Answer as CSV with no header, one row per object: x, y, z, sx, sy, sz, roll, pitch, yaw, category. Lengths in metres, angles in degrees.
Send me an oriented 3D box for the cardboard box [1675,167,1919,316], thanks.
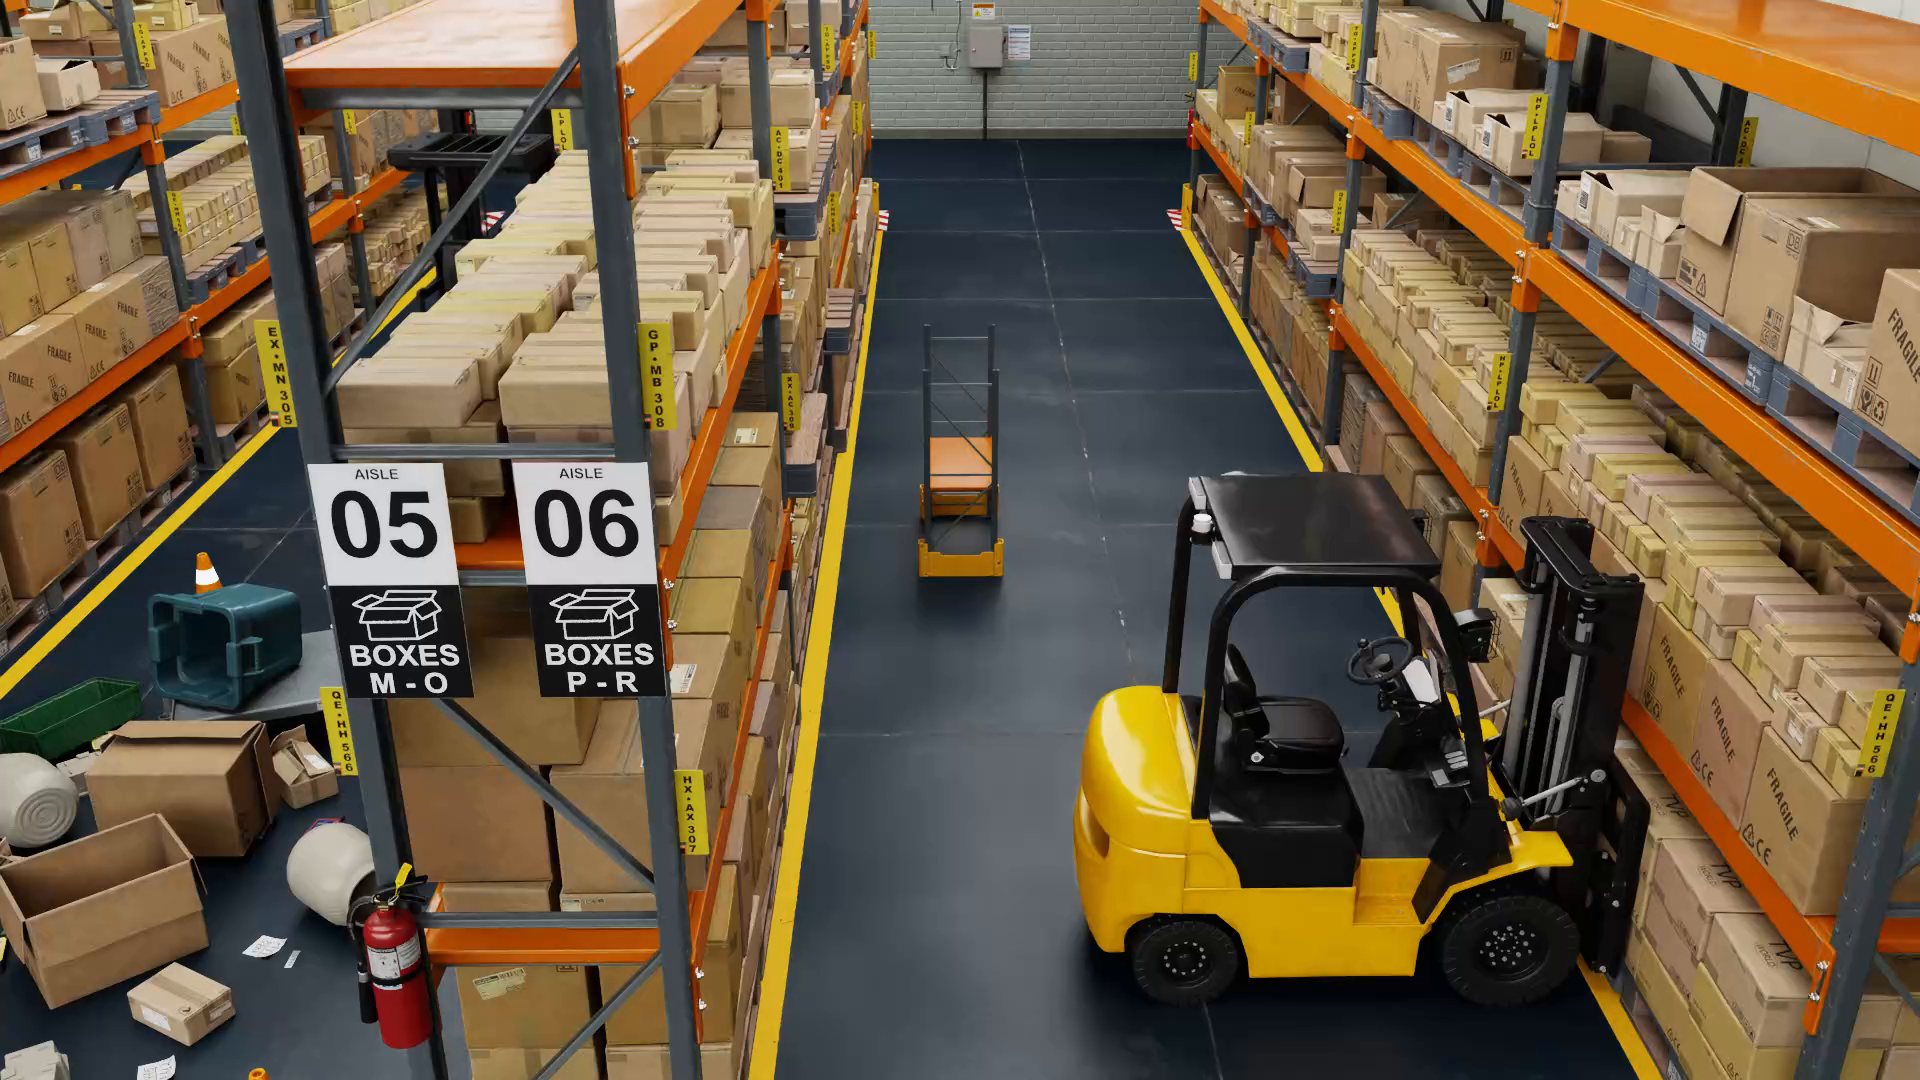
3.409,-1.227,6.809,0.797,0.503,0.637,1,24,1,cardboard box

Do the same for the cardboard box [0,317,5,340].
-6.443,-1.417,10.292,0.700,0.500,0.500,0,24,0,cardboard box

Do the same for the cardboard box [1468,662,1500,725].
3.167,0.883,9.368,0.500,0.250,0.500,0,24,0,cardboard box

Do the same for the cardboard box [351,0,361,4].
-6.272,-5.519,16.631,0.500,0.250,0.500,0,24,-1,cardboard box

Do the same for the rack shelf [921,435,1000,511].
0.001,-0.484,11.821,0.538,0.185,1.000,0,24,-1,rack shelf

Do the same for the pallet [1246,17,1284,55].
3.343,-4.688,15.446,1.213,0.211,1.003,0,24,-1,pallet

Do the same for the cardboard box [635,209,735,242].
-1.167,-1.307,7.080,0.380,0.149,0.250,0,24,0,cardboard box

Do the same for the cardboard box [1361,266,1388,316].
3.214,-1.797,12.041,0.500,0.250,0.500,0,24,1,cardboard box

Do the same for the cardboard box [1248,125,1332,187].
3.187,-3.712,16.070,0.700,0.500,0.500,0,24,1,cardboard box

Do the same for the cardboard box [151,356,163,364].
-6.732,-1.614,13.677,0.500,0.250,0.500,-1,24,-2,cardboard box

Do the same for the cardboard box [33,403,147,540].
-6.533,-0.494,11.807,1.050,0.750,0.750,0,24,0,cardboard box

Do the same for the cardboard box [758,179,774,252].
-1.196,-1.608,8.229,0.500,0.250,0.500,0,24,-1,cardboard box

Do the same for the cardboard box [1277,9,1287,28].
3.025,-4.619,14.740,0.380,0.149,0.250,-1,24,-1,cardboard box

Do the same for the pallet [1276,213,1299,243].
3.423,-2.741,14.787,1.003,0.211,1.213,0,24,-1,pallet

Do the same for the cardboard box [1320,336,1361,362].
3.191,-1.578,13.718,0.380,0.149,0.250,-1,24,-3,cardboard box

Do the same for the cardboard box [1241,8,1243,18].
3.141,-5.498,17.314,0.380,0.149,0.250,1,24,1,cardboard box

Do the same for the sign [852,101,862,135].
-1.015,-4.150,16.360,0.100,0.325,0.005,0,24,-1,sign

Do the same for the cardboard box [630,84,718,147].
-1.604,-2.311,9.029,0.500,0.250,0.500,0,24,1,cardboard box

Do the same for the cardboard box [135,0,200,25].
-6.239,-4.186,13.059,0.396,0.266,0.258,0,24,-1,cardboard box

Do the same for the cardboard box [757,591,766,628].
-1.148,0.309,8.115,0.380,0.149,0.250,-1,24,-1,cardboard box

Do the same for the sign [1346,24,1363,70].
2.907,-3.628,12.248,0.100,0.325,0.005,0,24,-1,sign

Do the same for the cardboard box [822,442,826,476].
-1.518,-0.765,12.863,0.950,0.372,0.625,-2,24,-4,cardboard box

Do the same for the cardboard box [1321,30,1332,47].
3.217,-4.183,13.800,0.380,0.149,0.250,0,24,1,cardboard box

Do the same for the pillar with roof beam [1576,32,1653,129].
0.060,-4.208,10.518,9.100,9.000,0.400,0,24,-1,pillar with roof beam

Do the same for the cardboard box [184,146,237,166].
-6.953,-3.551,15.418,0.380,0.149,0.250,0,24,0,cardboard box

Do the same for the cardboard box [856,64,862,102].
-1.314,-4.770,17.704,0.500,0.500,0.500,0,24,0,cardboard box

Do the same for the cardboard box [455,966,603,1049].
-1.696,1.684,6.687,0.500,0.500,0.500,0,24,0,cardboard box

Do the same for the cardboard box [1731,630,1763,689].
3.287,0.472,6.542,0.380,0.149,0.250,0,24,-1,cardboard box

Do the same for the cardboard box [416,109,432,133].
-6.272,-4.812,18.651,0.500,0.500,0.500,0,24,0,cardboard box

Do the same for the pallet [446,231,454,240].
-6.576,-3.599,19.836,1.003,0.211,1.213,0,24,-1,pallet

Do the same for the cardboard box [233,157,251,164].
-6.300,-3.345,14.962,0.380,0.149,0.250,-1,24,-2,cardboard box

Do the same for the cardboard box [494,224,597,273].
-1.694,-1.199,6.842,0.380,0.149,0.250,0,24,0,cardboard box

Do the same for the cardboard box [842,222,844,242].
-1.300,-2.769,14.798,0.500,0.250,0.500,0,24,-1,cardboard box

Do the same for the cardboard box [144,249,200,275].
-6.266,-2.202,13.157,0.380,0.149,0.250,-1,24,-1,cardboard box

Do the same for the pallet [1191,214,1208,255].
3.373,-3.693,20.044,1.003,0.211,1.213,0,24,-1,pallet

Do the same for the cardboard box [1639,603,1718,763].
3.266,0.597,7.052,0.500,0.500,0.500,-1,24,-2,cardboard box

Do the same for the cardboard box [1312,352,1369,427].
3.230,-1.253,13.788,0.500,0.500,0.500,0,24,1,cardboard box

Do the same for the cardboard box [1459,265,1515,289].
3.709,-1.812,11.592,0.380,0.149,0.250,0,24,-1,cardboard box

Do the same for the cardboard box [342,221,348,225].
-6.858,-3.434,18.314,0.380,0.149,0.250,-1,24,-2,cardboard box

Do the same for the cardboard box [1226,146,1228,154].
3.151,-4.327,18.366,0.380,0.149,0.250,0,24,-1,cardboard box

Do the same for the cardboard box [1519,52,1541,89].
3.714,-3.265,11.624,0.500,0.250,0.500,0,24,-1,cardboard box

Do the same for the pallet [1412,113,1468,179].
3.561,-2.568,10.761,1.003,0.211,1.213,1,24,2,pallet

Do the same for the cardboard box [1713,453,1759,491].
3.824,-0.303,7.894,0.380,0.149,0.250,-1,24,-1,cardboard box

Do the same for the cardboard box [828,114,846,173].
-1.303,-3.548,15.003,0.500,0.500,0.500,0,24,1,cardboard box

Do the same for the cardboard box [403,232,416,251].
-6.240,-3.300,18.378,0.380,0.149,0.250,0,24,-1,cardboard box

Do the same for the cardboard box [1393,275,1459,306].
3.183,-1.704,11.353,0.380,0.149,0.250,0,24,1,cardboard box

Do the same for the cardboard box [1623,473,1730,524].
3.293,-0.193,7.650,0.380,0.149,0.250,0,24,-1,cardboard box

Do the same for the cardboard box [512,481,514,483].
-1.715,-0.317,5.859,0.380,0.149,0.250,0,24,1,cardboard box

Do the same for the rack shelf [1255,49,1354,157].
3.427,-3.890,14.328,1.077,0.370,4.000,0,24,-1,rack shelf

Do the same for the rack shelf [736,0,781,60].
-1.492,-3.403,10.095,1.077,0.370,4.000,0,24,-1,rack shelf

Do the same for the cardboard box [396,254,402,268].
-6.337,-3.059,18.206,0.380,0.149,0.250,-1,24,-3,cardboard box

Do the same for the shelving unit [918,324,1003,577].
0.001,-0.652,11.755,0.587,1.500,1.083,0,24,-1,shelving unit

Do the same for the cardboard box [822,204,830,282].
-1.231,-2.190,12.343,0.500,0.500,0.500,-1,24,-2,cardboard box

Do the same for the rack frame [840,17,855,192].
-1.558,-3.652,16.568,1.000,3.000,0.127,0,24,-1,rack frame

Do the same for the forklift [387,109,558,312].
-3.784,-2.183,13.403,1.130,2.935,3.031,2,24,4,forklift

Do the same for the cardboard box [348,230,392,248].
-6.324,-3.219,17.839,0.380,0.149,0.250,-1,24,-2,cardboard box

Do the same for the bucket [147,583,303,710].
-4.112,0.553,9.398,0.726,0.611,0.620,8,16,18,bucket

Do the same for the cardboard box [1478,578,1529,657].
3.184,0.428,9.162,0.500,0.250,0.500,-1,24,-1,cardboard box

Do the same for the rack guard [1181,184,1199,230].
3.363,-4.154,20.711,1.175,0.500,0.348,0,24,-1,rack guard

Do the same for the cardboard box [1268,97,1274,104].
3.637,-4.990,19.348,0.500,0.250,0.500,0,24,0,cardboard box
